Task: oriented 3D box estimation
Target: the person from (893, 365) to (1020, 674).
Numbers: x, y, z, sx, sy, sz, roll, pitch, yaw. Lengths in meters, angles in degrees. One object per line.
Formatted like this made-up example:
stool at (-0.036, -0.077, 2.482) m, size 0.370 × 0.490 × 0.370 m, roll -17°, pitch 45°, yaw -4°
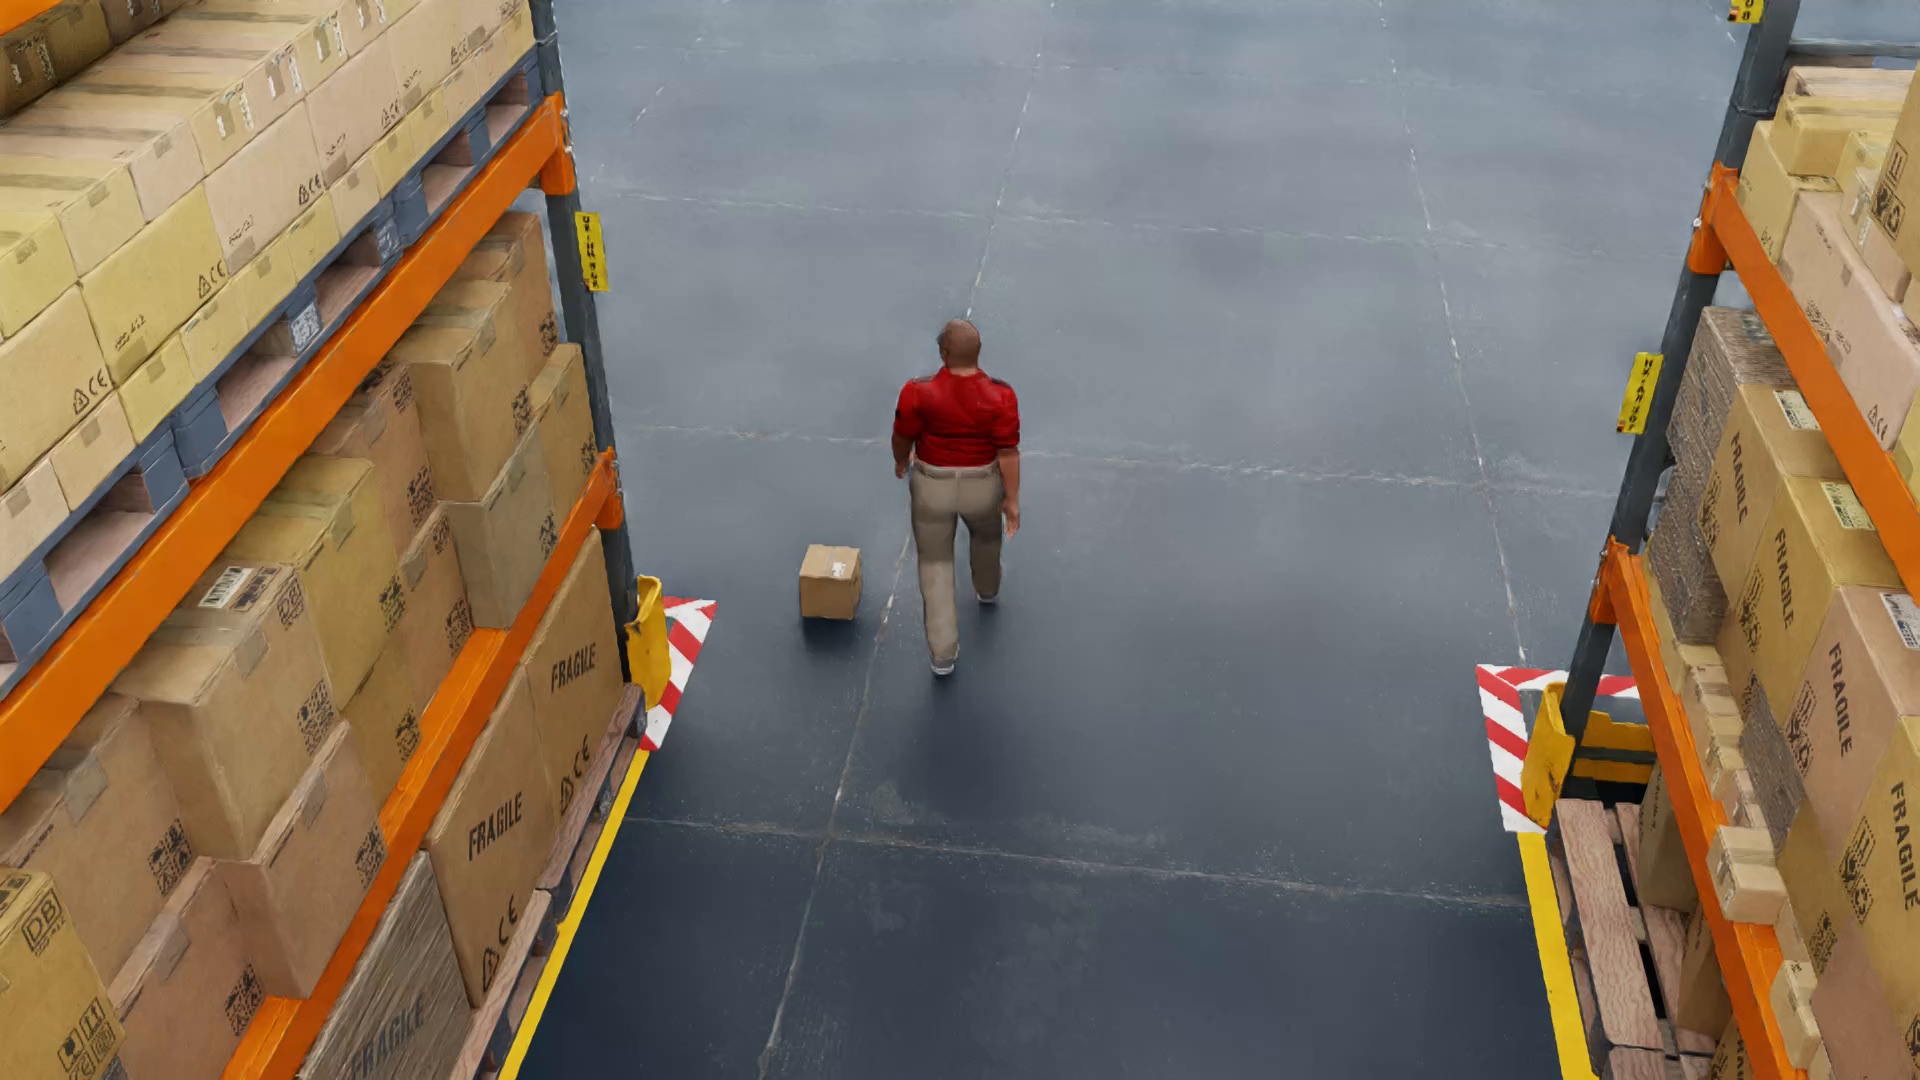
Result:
person at (-0.024, -0.203, 7.516) m, size 0.541 × 1.483 × 0.927 m, roll -2°, pitch 36°, yaw -3°
